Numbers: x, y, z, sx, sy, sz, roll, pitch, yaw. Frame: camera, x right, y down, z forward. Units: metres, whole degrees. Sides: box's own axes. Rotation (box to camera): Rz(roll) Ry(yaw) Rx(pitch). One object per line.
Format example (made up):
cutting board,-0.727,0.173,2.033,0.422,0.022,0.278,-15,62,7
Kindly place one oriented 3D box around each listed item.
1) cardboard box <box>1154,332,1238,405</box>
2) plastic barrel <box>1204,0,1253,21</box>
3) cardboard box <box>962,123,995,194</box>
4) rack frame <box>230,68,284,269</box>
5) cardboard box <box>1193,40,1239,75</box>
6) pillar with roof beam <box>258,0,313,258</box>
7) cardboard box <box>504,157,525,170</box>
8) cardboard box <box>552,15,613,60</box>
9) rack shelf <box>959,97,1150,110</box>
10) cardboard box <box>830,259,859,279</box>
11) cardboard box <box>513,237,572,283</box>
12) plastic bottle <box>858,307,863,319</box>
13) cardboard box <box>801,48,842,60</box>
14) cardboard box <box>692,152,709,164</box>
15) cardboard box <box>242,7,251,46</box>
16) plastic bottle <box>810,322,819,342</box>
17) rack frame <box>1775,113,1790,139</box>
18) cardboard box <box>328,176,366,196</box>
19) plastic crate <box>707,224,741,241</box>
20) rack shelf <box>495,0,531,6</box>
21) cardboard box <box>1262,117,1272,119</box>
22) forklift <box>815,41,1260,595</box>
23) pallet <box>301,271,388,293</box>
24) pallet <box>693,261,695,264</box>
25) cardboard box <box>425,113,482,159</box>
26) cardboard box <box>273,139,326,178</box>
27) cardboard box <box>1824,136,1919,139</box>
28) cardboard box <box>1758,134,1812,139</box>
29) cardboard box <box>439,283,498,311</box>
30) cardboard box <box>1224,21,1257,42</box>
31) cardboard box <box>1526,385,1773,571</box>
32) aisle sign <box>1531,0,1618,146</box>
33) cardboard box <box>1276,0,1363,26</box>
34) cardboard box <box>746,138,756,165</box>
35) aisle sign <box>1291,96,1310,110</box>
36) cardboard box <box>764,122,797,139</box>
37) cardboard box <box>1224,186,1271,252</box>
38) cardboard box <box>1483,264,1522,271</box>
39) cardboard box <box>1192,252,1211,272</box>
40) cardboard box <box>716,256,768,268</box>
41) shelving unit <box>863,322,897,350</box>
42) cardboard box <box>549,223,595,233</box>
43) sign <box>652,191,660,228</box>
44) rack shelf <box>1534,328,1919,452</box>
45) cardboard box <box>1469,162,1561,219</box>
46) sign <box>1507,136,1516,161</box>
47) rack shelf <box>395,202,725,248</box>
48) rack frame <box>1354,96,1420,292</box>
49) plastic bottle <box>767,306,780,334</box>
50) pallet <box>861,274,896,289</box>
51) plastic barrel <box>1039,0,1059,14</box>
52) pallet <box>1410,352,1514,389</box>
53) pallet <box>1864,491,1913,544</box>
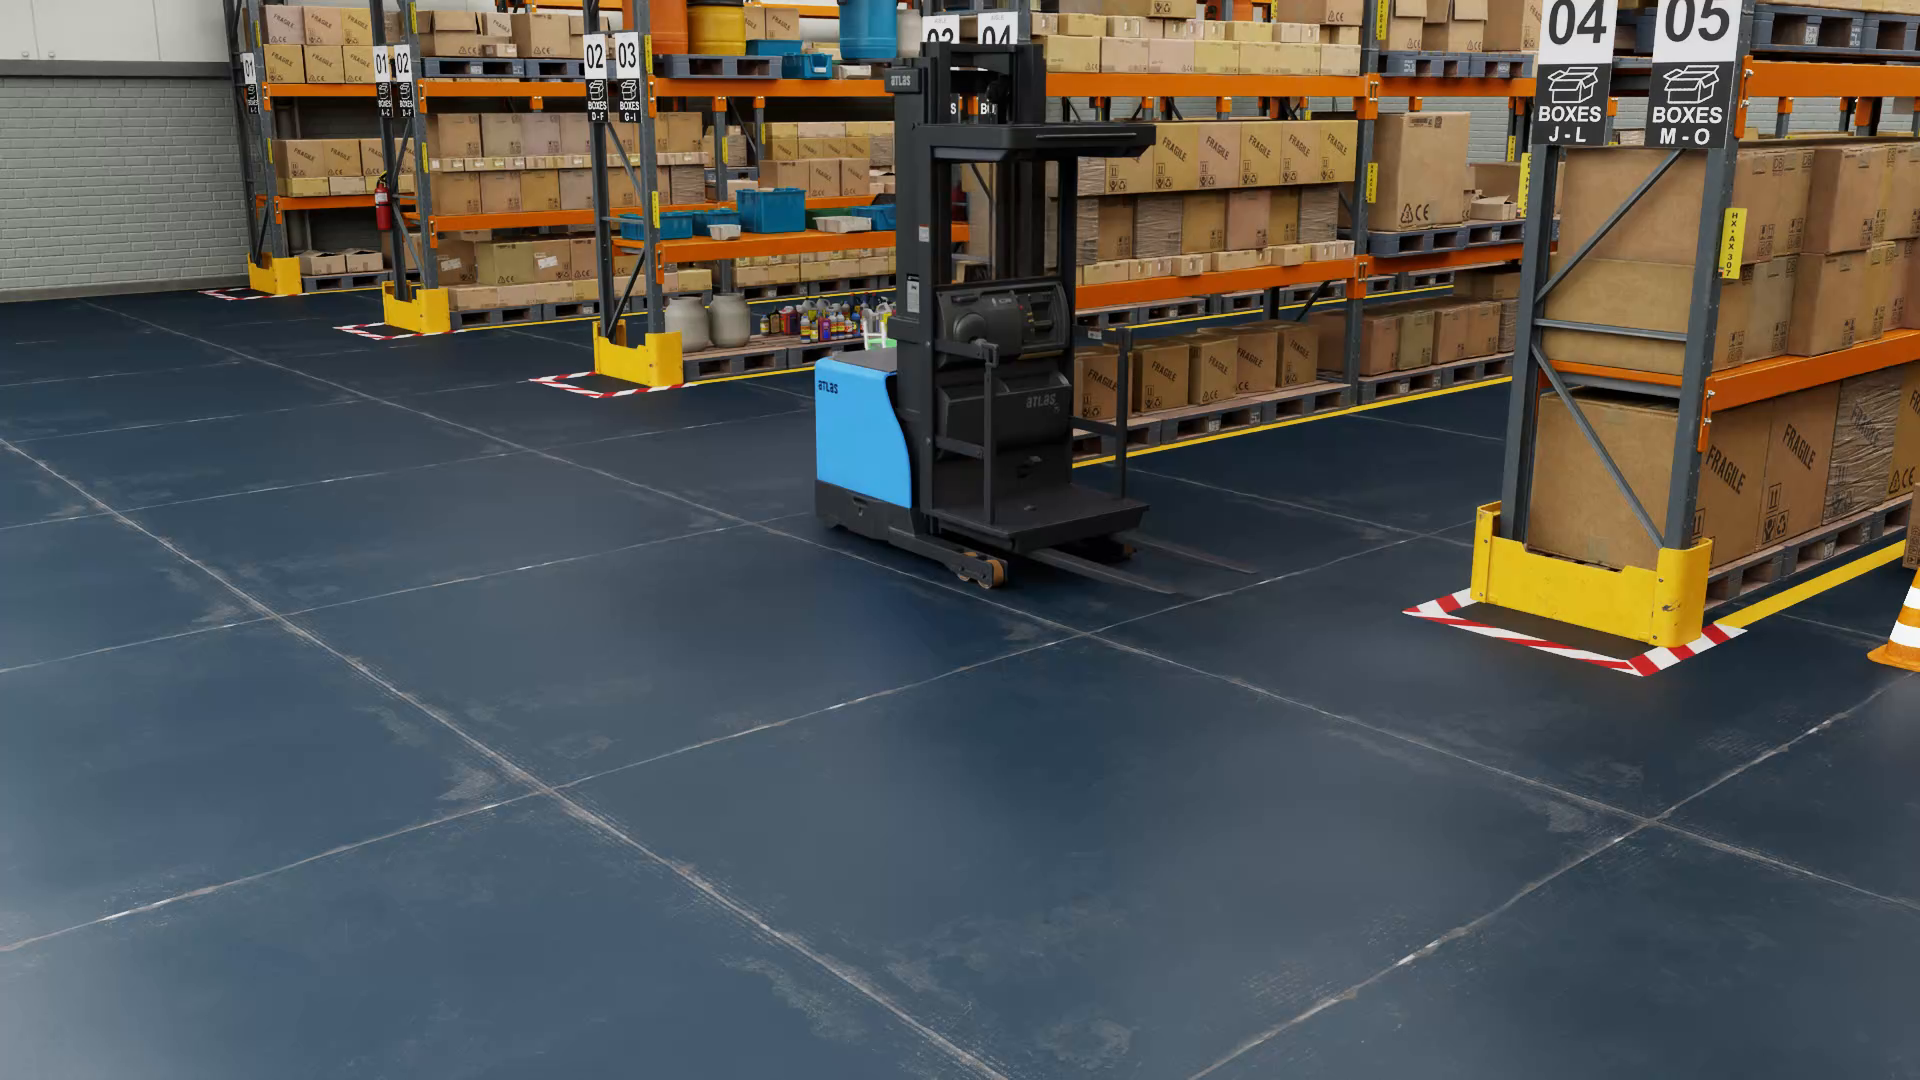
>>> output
cardboard box,1.952,-1.430,13.821,0.500,0.500,0.500,14,20,42
plastic barrel,3.321,-6.311,20.604,0.708,0.830,0.600,-13,19,-39
cardboard box,0.359,-2.852,12.408,0.500,0.500,0.500,-13,19,-39
rack frame,-9.648,-4.929,22.890,0.127,3.000,1.000,-13,19,-39
cardboard box,1.791,-3.705,12.786,0.500,0.250,0.500,-12,19,-38
pillar with roof beam,-6.862,-7.276,20.053,0.400,9.000,9.100,-13,19,-39
cardboard box,-5.378,-4.481,19.762,0.250,0.149,0.380,-13,20,-40
cardboard box,-4.701,-6.158,20.394,0.637,0.503,0.797,-10,18,-33
rack shelf,1.151,-6.761,25.330,4.000,0.370,1.077,-13,19,-39
cardboard box,-1.749,-3.798,23.170,0.500,0.250,0.500,-12,19,-38
cardboard box,-5.098,-3.422,20.309,0.500,0.500,0.500,-13,19,-39
plastic bottle,-1.008,-2.319,17.532,0.133,0.283,0.061,-13,19,-39
cardboard box,-1.893,-6.534,22.565,0.500,0.250,0.500,14,20,42
cardboard box,-3.440,-4.917,21.394,0.250,0.149,0.380,-13,20,-39
cardboard box,-9.494,-7.043,22.822,0.500,0.500,0.500,-12,19,-37
plastic bottle,-1.494,-2.125,16.962,0.097,0.201,0.097,0,15,0
rack frame,9.159,-4.069,19.670,0.127,3.000,1.000,-13,19,-39
cardboard box,-8.689,-4.978,23.325,0.500,0.250,0.500,-13,20,-41
plastic crate,-2.258,-2.962,16.037,0.250,0.136,0.298,-13,19,-39
rack shelf,-8.139,-7.817,23.478,4.000,0.370,1.077,-13,19,-39
cardboard box,5.141,-6.992,28.484,0.500,0.500,0.500,-12,19,-38
forklift,0.387,-1.289,9.397,1.130,2.935,3.031,-11,19,-37
pallet,-8.954,-3.725,23.788,1.213,0.211,1.003,-13,19,-39
pallet,-4.203,-4.805,27.829,1.213,0.211,1.003,-13,19,-39
cardboard box,-5.993,-4.726,19.422,0.500,0.500,0.700,-13,19,-39
cardboard box,-9.090,-5.251,22.894,0.500,0.500,0.500,-13,19,-39
cardboard box,6.003,-2.269,10.550,0.550,0.550,0.875,-13,19,-39
cardboard box,9.688,-4.534,19.672,0.500,0.500,0.500,-13,19,-39
cardboard box,-5.843,-2.887,19.761,0.500,0.250,0.500,-13,19,-39
cardboard box,2.078,-3.947,12.921,0.250,0.149,0.380,-12,19,-37
cardboard box,3.755,-0.357,9.079,0.875,0.875,0.875,-13,19,-39
aisle sign,3.036,-2.356,8.219,0.004,0.787,0.394,-13,19,-39
cardboard box,2.952,-4.470,13.622,0.500,0.500,0.500,-13,20,-41
cardboard box,-3.430,-6.617,28.402,0.500,0.500,0.500,-12,19,-39
aisle sign,5.929,-7.884,28.914,0.004,0.787,0.394,-13,19,-39
cardboard box,-3.079,-6.880,27.931,0.500,0.250,0.500,-12,19,-38
cardboard box,2.033,-2.659,13.623,0.500,0.500,0.875,-13,19,-39
cardboard box,5.656,-2.639,16.856,0.500,0.250,0.500,-12,19,-37
cardboard box,1.775,-2.220,13.235,0.250,0.149,0.380,-13,19,-39
cardboard box,-2.900,-3.810,22.128,0.500,0.311,0.500,-13,19,-39
shelving unit,-0.331,-0.882,11.181,0.503,1.200,0.258,-10,12,-34
cardboard box,-6.086,-4.739,26.172,0.500,0.500,0.700,-12,19,-38
sign,-2.787,-3.026,15.230,0.005,0.325,0.100,-13,19,-39
rack shelf,4.795,-1.045,9.742,4.000,0.370,1.077,-13,19,-39
cardboard box,5.405,-3.429,16.268,0.500,0.500,0.700,-9,18,-31
sign,5.775,-4.058,17.386,0.005,0.325,0.100,-13,19,-39
rack shelf,-4.885,-3.956,20.643,4.000,0.370,1.077,-13,19,-39
rack frame,5.908,-5.033,23.280,0.127,3.000,1.000,-13,19,-39
plastic bottle,-1.971,-2.320,17.535,0.133,0.283,0.061,-12,19,-38
pallet,-1.005,-3.841,24.222,1.213,0.211,1.003,-13,19,-39
plastic barrel,1.101,-5.719,19.065,0.708,0.901,0.600,-13,19,-39
pallet,4.631,-1.706,16.229,1.213,0.211,1.003,-13,19,-39
pallet,5.679,-0.270,10.852,1.213,0.211,1.003,-13,19,-39
